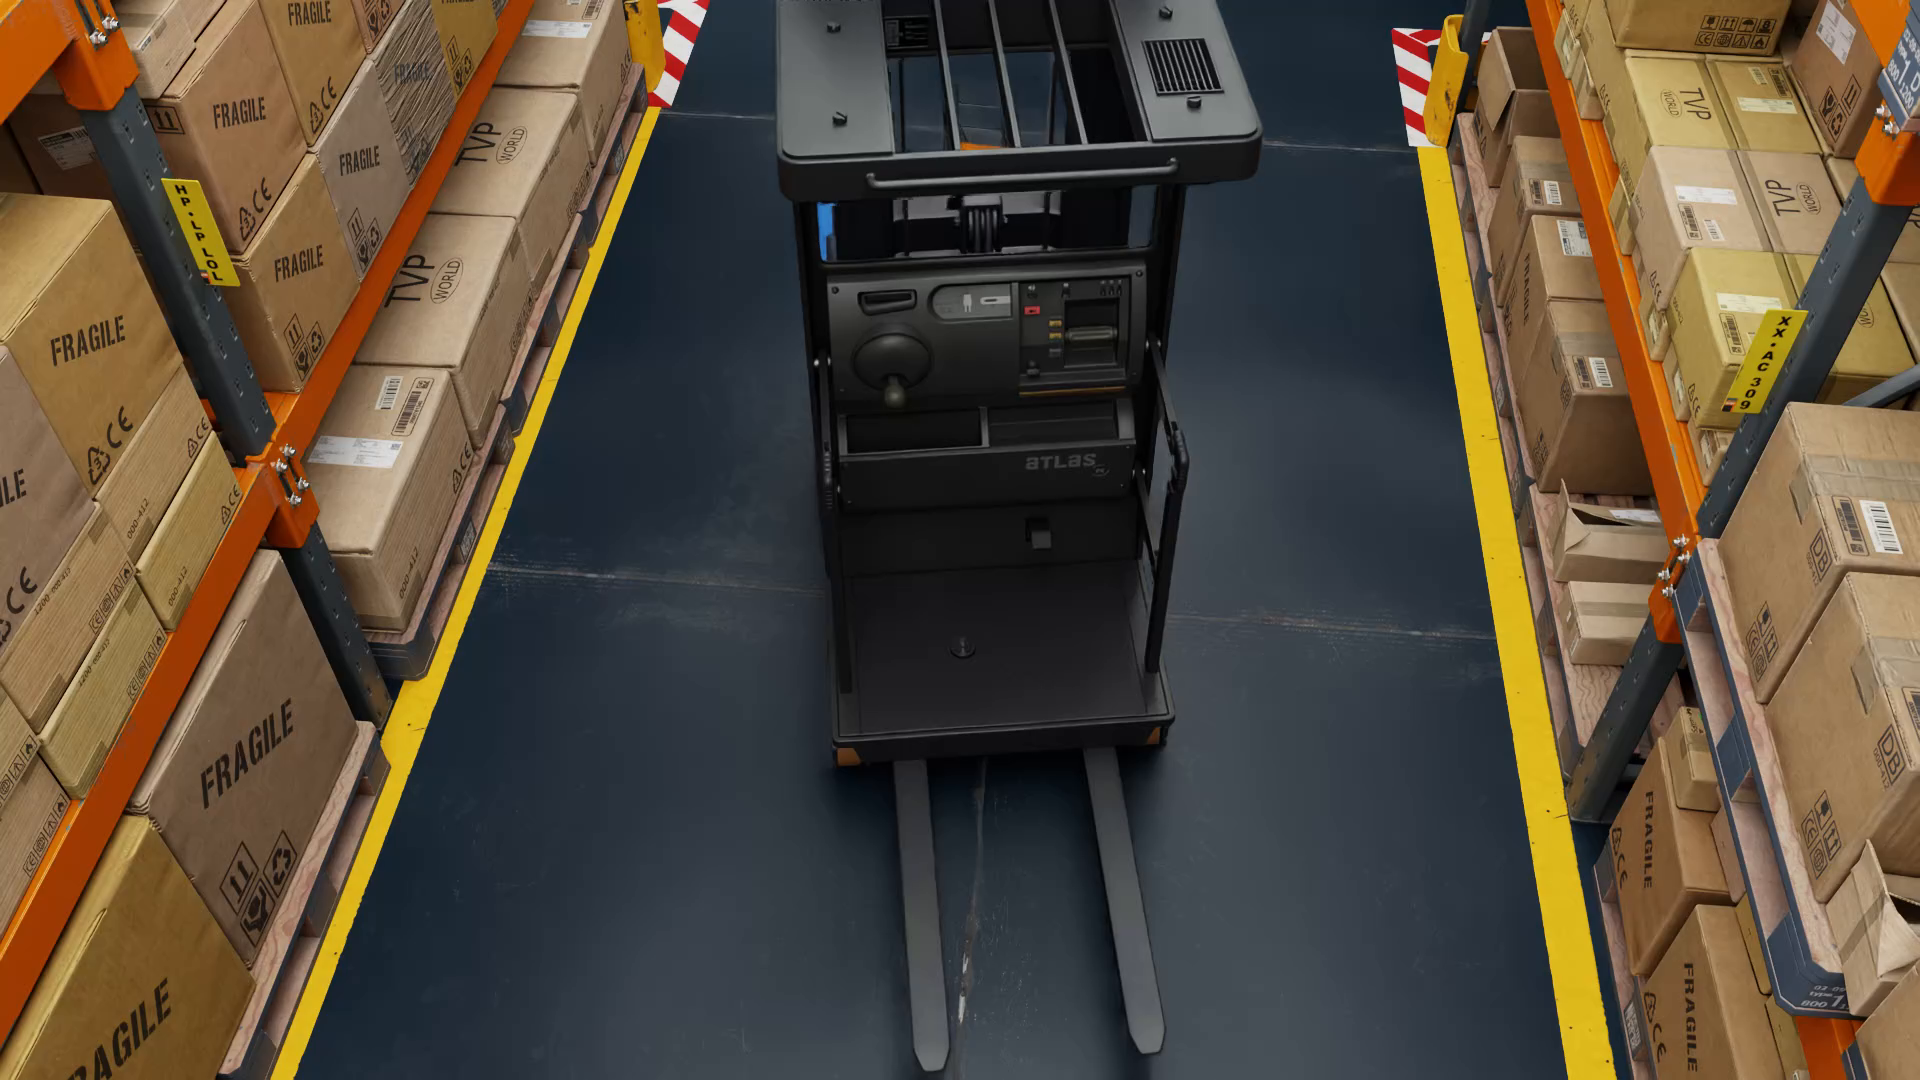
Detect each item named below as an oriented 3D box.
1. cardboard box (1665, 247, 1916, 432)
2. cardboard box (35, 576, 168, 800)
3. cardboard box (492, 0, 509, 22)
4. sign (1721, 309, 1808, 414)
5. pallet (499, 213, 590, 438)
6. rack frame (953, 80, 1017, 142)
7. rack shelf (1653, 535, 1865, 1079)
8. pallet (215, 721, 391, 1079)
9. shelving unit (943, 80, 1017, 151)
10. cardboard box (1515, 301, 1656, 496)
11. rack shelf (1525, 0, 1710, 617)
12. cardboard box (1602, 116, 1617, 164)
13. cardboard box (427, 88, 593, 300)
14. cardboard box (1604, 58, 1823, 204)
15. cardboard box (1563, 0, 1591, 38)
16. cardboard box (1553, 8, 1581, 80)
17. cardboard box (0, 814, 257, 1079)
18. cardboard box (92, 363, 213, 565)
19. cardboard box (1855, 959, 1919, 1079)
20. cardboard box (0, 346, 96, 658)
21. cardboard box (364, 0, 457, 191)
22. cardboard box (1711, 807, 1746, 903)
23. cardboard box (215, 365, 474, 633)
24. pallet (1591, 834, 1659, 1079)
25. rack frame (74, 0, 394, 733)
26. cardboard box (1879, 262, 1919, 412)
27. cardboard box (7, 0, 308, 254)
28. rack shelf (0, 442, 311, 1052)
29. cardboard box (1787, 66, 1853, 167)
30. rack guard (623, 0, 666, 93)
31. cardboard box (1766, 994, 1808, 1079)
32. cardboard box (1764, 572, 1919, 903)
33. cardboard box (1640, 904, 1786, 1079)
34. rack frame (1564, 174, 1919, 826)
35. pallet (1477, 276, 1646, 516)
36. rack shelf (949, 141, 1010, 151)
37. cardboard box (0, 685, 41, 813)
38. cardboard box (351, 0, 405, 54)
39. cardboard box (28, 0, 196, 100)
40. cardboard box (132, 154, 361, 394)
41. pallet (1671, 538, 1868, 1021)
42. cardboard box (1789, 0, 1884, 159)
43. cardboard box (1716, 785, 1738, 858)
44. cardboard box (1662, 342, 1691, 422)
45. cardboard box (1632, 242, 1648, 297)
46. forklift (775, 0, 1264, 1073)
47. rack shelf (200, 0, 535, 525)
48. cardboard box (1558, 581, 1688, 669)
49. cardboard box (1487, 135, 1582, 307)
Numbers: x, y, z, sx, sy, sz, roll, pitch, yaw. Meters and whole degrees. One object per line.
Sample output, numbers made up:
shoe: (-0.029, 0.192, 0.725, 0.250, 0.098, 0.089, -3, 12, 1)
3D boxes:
cardboard box: (2.291, -0.546, 4.617, 0.500, 0.250, 0.500, 5, 48, 5)
cardboard box: (-2.293, 0.334, 4.013, 0.500, 0.250, 0.500, 3, 48, 3)
cardboard box: (-1.969, -2.291, 6.245, 0.500, 0.500, 0.500, 5, 48, 5)
sign: (1.947, -0.429, 4.023, 0.100, 0.325, 0.005, 4, 48, 4)
pallet: (-2.200, -0.948, 6.974, 1.003, 0.211, 1.213, 4, 48, 4)
rack frame: (0.080, -1.244, 6.579, 0.240, 1.200, 0.006, 8, 41, 7)
rack shelf: (2.306, 1.607, 3.235, 1.077, 0.370, 4.000, 4, 48, 4)
pallet: (-2.451, 1.076, 5.123, 1.003, 0.211, 1.213, 4, 48, 4)
shelving unit: (0.063, -1.185, 6.511, 0.258, 1.200, 0.189, 8, 41, 7)
cardboard box: (2.491, -0.512, 6.095, 0.700, 0.500, 0.500, 2, 48, 2)
rack shelf: (2.670, -1.333, 5.924, 1.077, 0.370, 4.000, 4, 48, 4)
cardboard box: (2.424, -1.405, 5.673, 0.380, 0.149, 0.250, 4, 48, 3)
cardboard box: (-2.127, -1.489, 7.030, 0.875, 0.438, 0.875, 5, 48, 5)
cardboard box: (2.381, -1.281, 5.289, 0.500, 0.250, 0.500, 4, 48, 3)
cardboard box: (2.454, -2.037, 5.980, 0.500, 0.250, 0.500, 3, 48, 3)
cardboard box: (2.382, -1.794, 6.028, 0.380, 0.149, 0.250, 3, 48, 2)
cardboard box: (-2.507, 1.264, 4.217, 0.875, 0.875, 0.875, 5, 48, 5)
cardboard box: (-2.254, -0.215, 4.177, 0.500, 0.250, 0.500, 4, 48, 3)
cardboard box: (2.102, 1.016, 2.935, 0.700, 0.500, 0.500, 4, 48, 3)
cardboard box: (-2.286, -0.082, 3.547, 0.500, 0.500, 0.500, 5, 48, 4)
cardboard box: (-2.050, -1.533, 5.551, 0.500, 0.500, 0.500, 4, 48, 4)
cardboard box: (2.242, 0.831, 4.427, 0.380, 0.149, 0.250, 3, 48, 2)
cardboard box: (-2.291, -0.168, 5.823, 0.875, 0.438, 0.875, 3, 48, 3)
pallet: (2.451, 1.435, 4.794, 1.003, 0.211, 1.213, 4, 48, 4)
rack frame: (-2.455, -0.437, 4.617, 1.000, 3.000, 0.127, 4, 48, 4)
cardboard box: (2.802, -0.502, 4.576, 0.500, 0.250, 0.500, 3, 48, 3)
cardboard box: (-2.171, -1.142, 4.516, 0.500, 0.500, 0.500, 4, 48, 4)
rack shelf: (-2.638, 1.275, 3.538, 1.077, 0.370, 4.000, 4, 48, 4)
cardboard box: (2.890, -1.250, 5.260, 0.500, 0.250, 0.500, 5, 48, 4)
rack guard: (-2.089, -2.550, 8.244, 1.175, 0.500, 0.348, 4, 48, 4)
cardboard box: (2.219, 1.223, 4.068, 0.380, 0.149, 0.250, 3, 48, 3)
cardboard box: (2.174, 0.440, 3.463, 0.700, 0.500, 0.500, 4, 48, 4)
cardboard box: (2.181, 1.328, 4.412, 0.500, 0.500, 0.500, 3, 48, 3)
rack frame: (2.488, -0.106, 4.314, 1.000, 3.000, 0.127, 4, 48, 4)
pallet: (2.660, -0.568, 6.627, 1.003, 0.211, 1.213, 4, 48, 4)
rack shelf: (0.070, -1.424, 6.304, 0.258, 0.103, 0.180, 8, 41, 7)
cardboard box: (-2.333, 0.534, 3.492, 0.500, 0.250, 0.500, 5, 48, 4)
cardboard box: (-2.061, -1.888, 5.199, 0.500, 0.500, 0.500, 5, 48, 4)
cardboard box: (-2.168, -1.242, 4.168, 0.380, 0.149, 0.250, 3, 48, 3)
cardboard box: (-2.152, -0.798, 4.879, 0.500, 0.500, 0.500, 5, 48, 5)
pallet: (2.306, 0.539, 3.855, 1.003, 0.211, 1.213, 4, 48, 4)
cardboard box: (2.889, -1.485, 4.967, 0.500, 0.500, 0.500, 3, 48, 2)
cardboard box: (2.214, 0.717, 4.330, 0.380, 0.149, 0.250, 2, 48, 2)
cardboard box: (2.268, -0.465, 4.813, 0.380, 0.149, 0.250, 5, 48, 5)
cardboard box: (2.318, -0.849, 5.164, 0.380, 0.149, 0.250, 5, 48, 5)
forklift: (0.103, -0.501, 4.722, 1.130, 2.935, 3.031, -4, 48, -3)
rack shelf: (-2.273, -1.664, 6.227, 1.077, 0.370, 4.000, 4, 48, 4)
cardboard box: (2.246, 0.285, 5.604, 0.380, 0.149, 0.250, 3, 48, 2)
cardboard box: (2.586, -1.275, 6.793, 0.700, 0.500, 0.500, 6, 48, 5)
